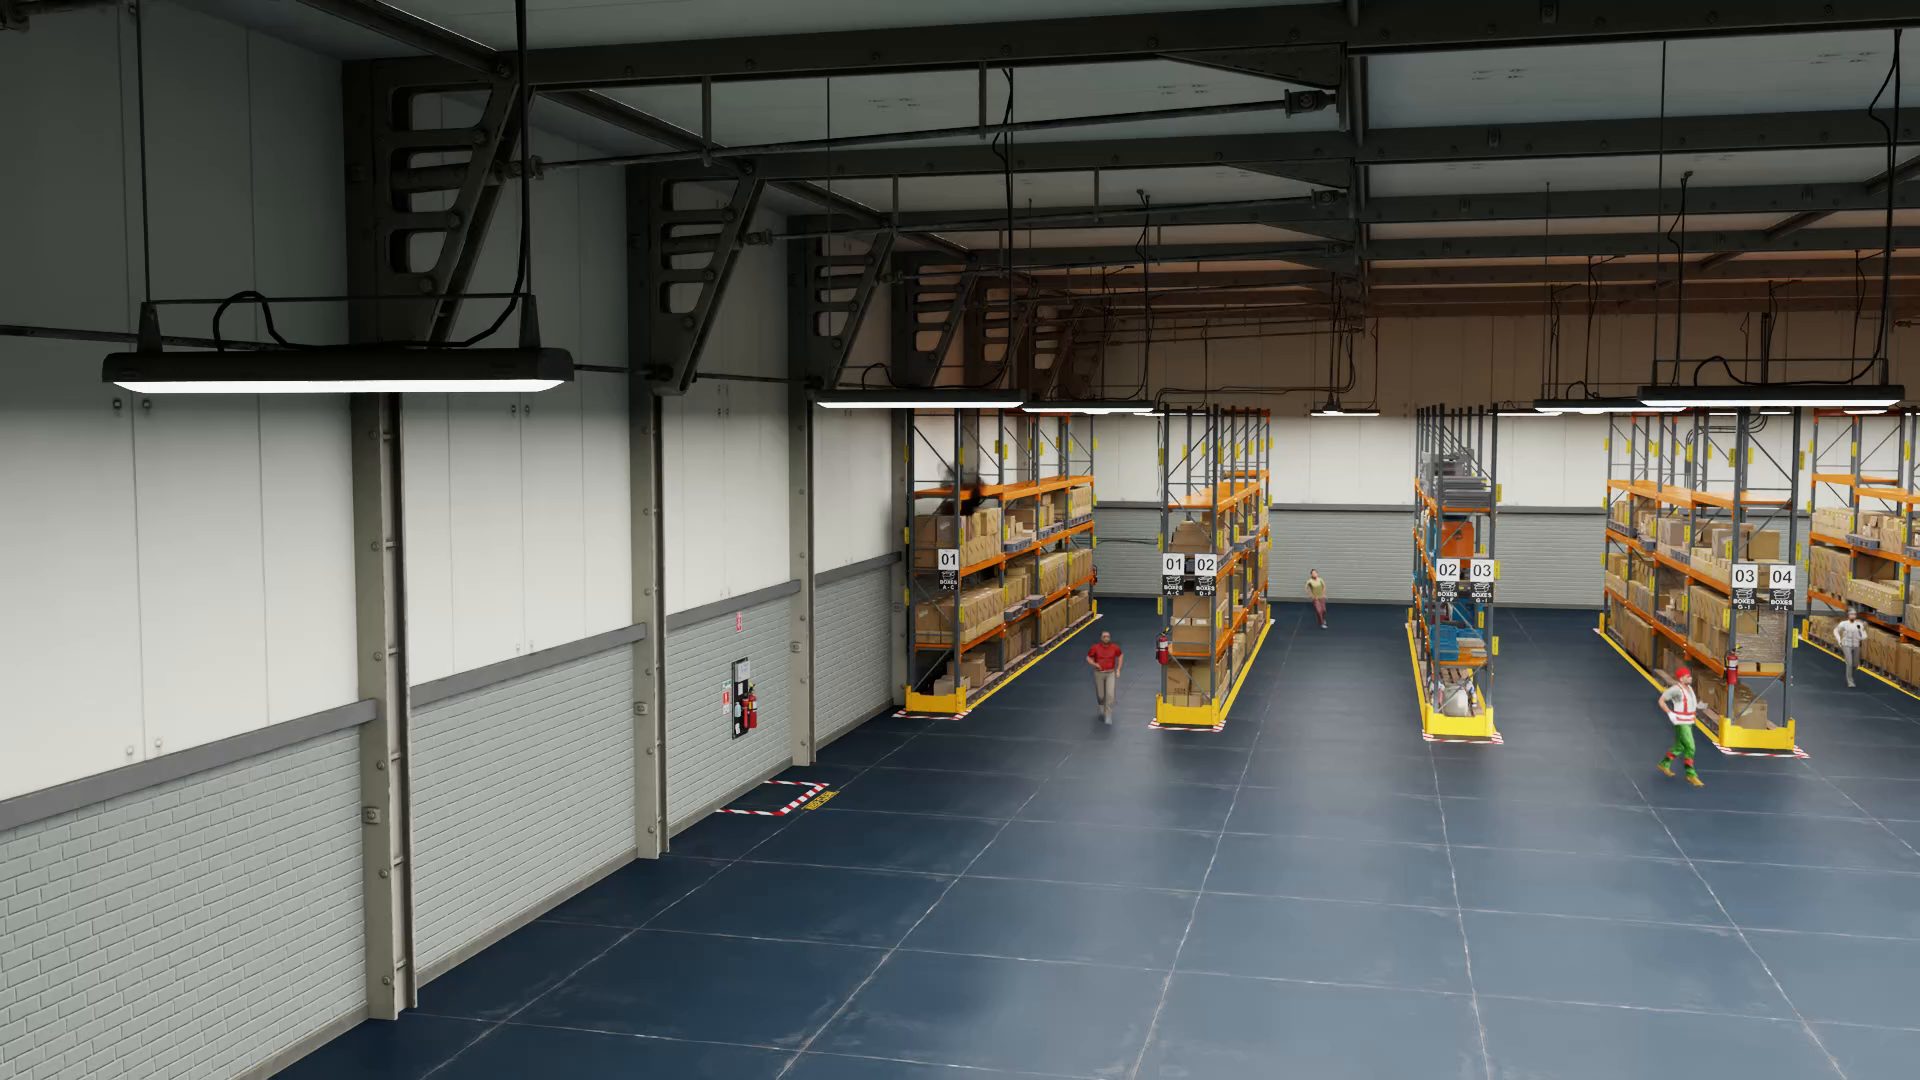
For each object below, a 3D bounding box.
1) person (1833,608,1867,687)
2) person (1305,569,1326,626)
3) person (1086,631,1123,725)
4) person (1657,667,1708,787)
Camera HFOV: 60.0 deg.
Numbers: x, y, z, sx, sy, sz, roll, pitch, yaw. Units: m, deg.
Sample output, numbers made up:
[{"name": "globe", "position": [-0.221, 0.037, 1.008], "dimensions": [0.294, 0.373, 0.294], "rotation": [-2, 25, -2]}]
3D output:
[{"name": "person", "position": [19.099, 2.284, 35.663], "dimensions": [0.626, 1.668, 0.862], "rotation": [1, 4, 13]}, {"name": "person", "position": [9.750, 1.580, 45.504], "dimensions": [0.611, 1.556, 0.467], "rotation": [0, 4, -1]}, {"name": "person", "position": [2.748, 2.587, 31.539], "dimensions": [0.701, 1.737, 0.849], "rotation": [0, 4, 2]}, {"name": "person", "position": [11.375, 2.913, 26.193], "dimensions": [0.640, 1.824, 0.813], "rotation": [-4, 5, -41]}]
